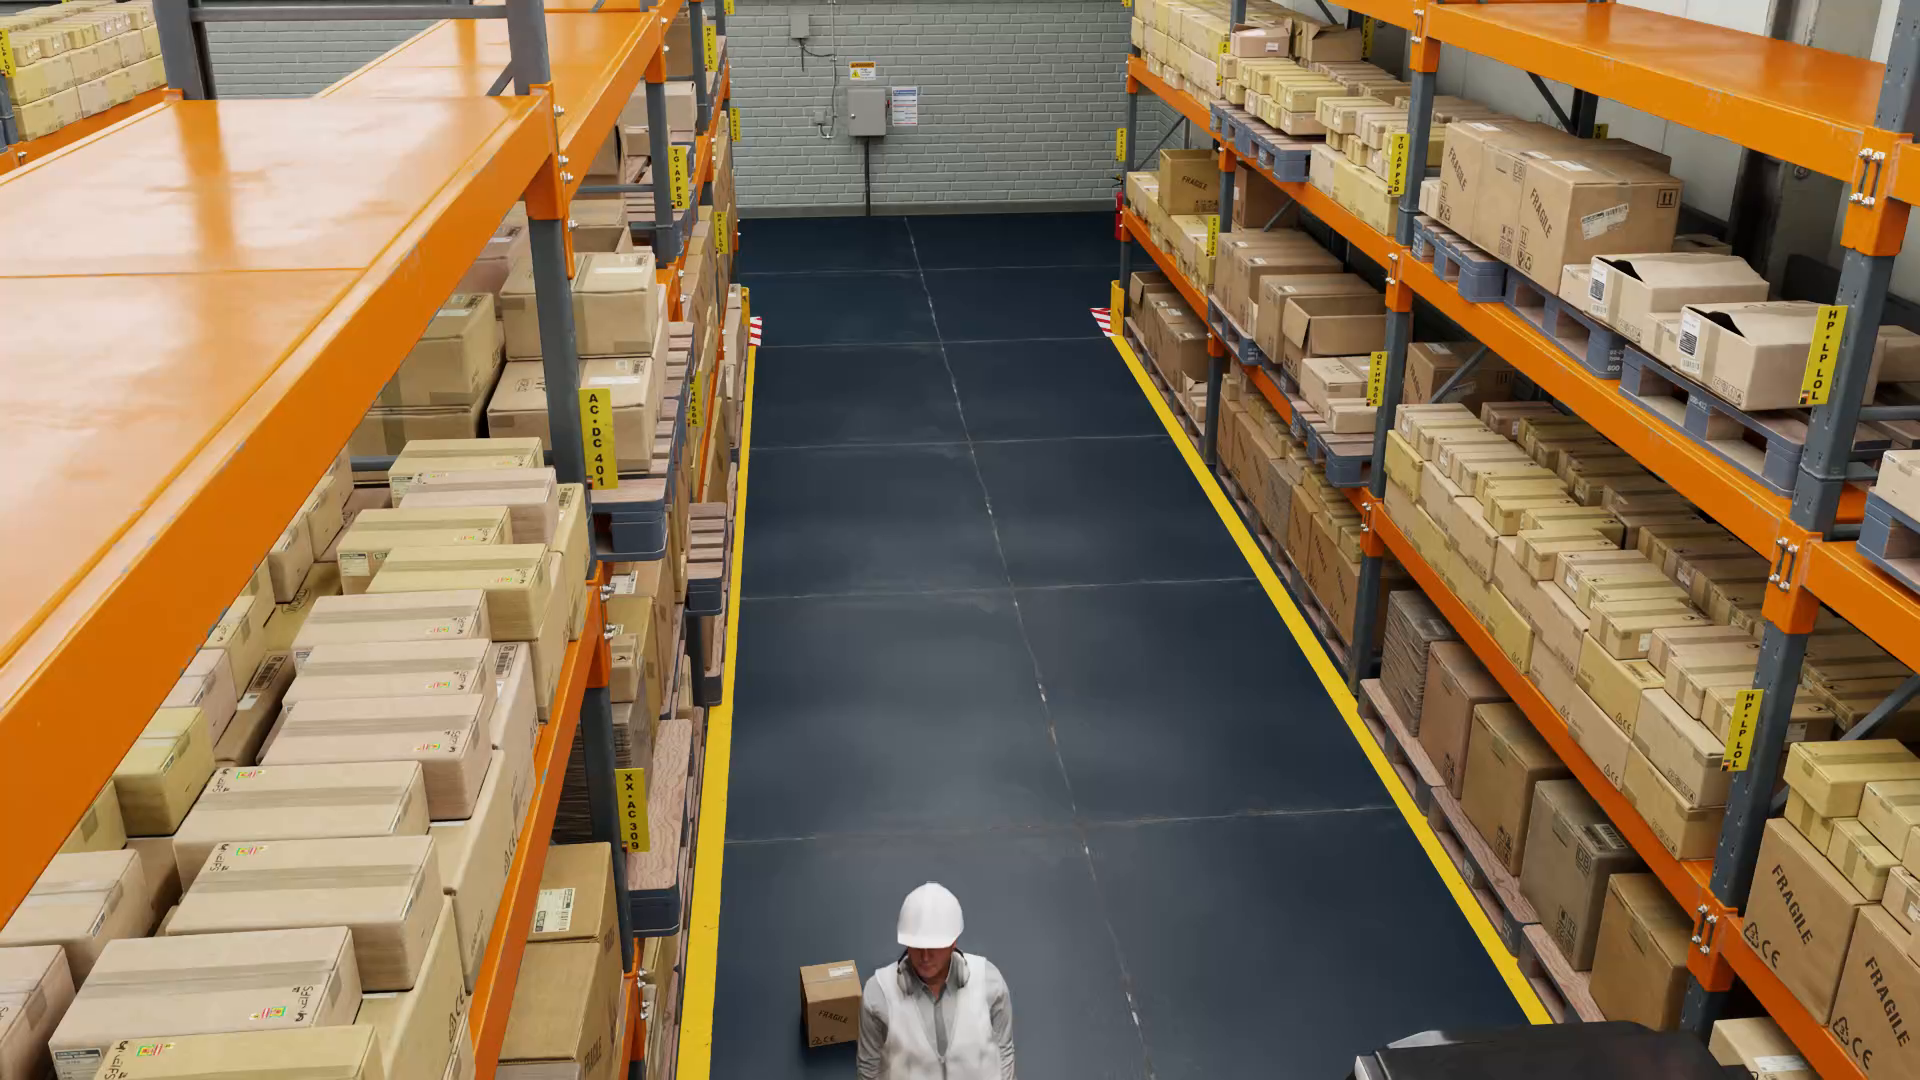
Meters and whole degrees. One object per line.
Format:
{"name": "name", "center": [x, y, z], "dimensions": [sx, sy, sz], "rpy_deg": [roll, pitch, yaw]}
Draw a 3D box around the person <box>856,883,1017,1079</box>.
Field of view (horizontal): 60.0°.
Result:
{"name": "person", "center": [-0.065, 1.996, 5.686], "dimensions": [0.549, 1.756, 0.741], "rpy_deg": [-4, 24, -9]}
